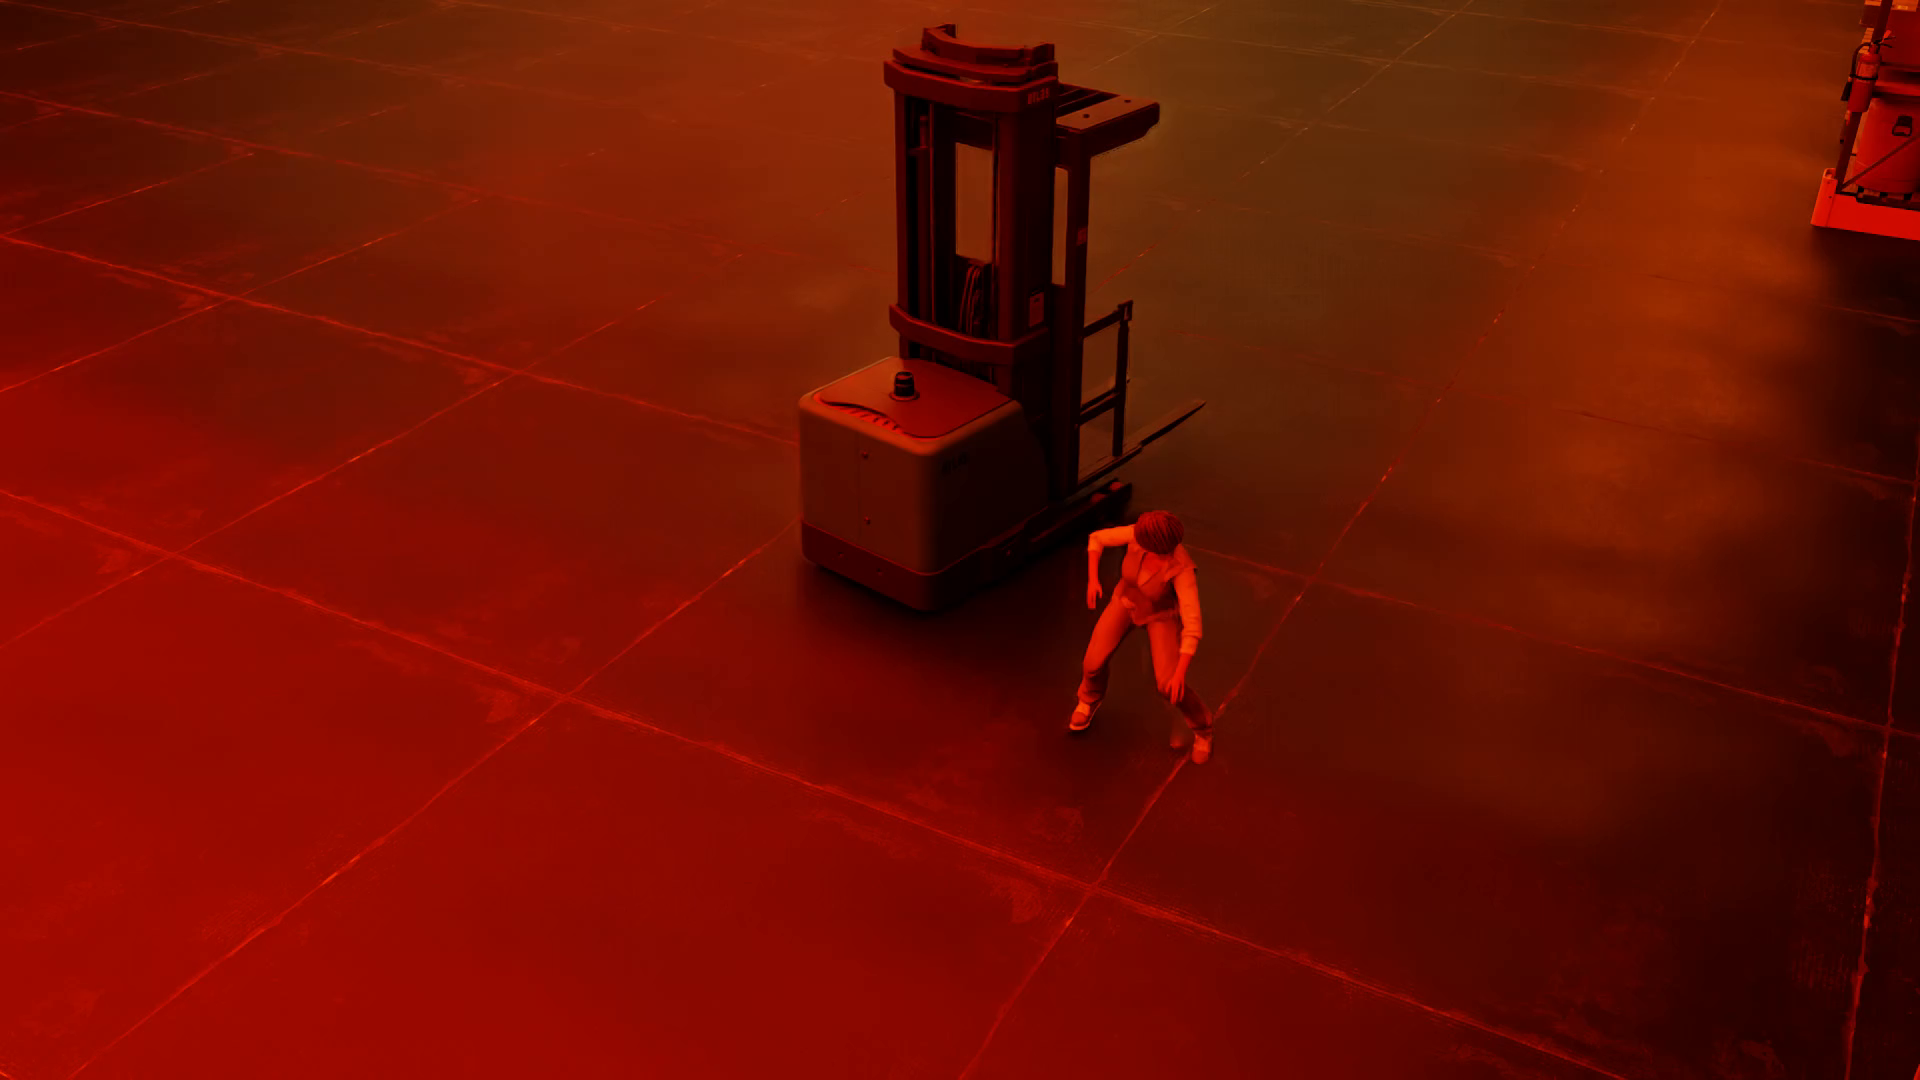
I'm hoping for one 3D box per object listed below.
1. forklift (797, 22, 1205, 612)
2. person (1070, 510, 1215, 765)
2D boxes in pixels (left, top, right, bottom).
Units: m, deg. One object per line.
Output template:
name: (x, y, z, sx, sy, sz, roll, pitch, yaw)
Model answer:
forklift: (0.414, -1.536, 9.732, 1.130, 2.935, 3.031, 23, 37, 34)
person: (0.881, 0.453, 7.928, 0.736, 1.355, 0.765, 14, 33, 22)
